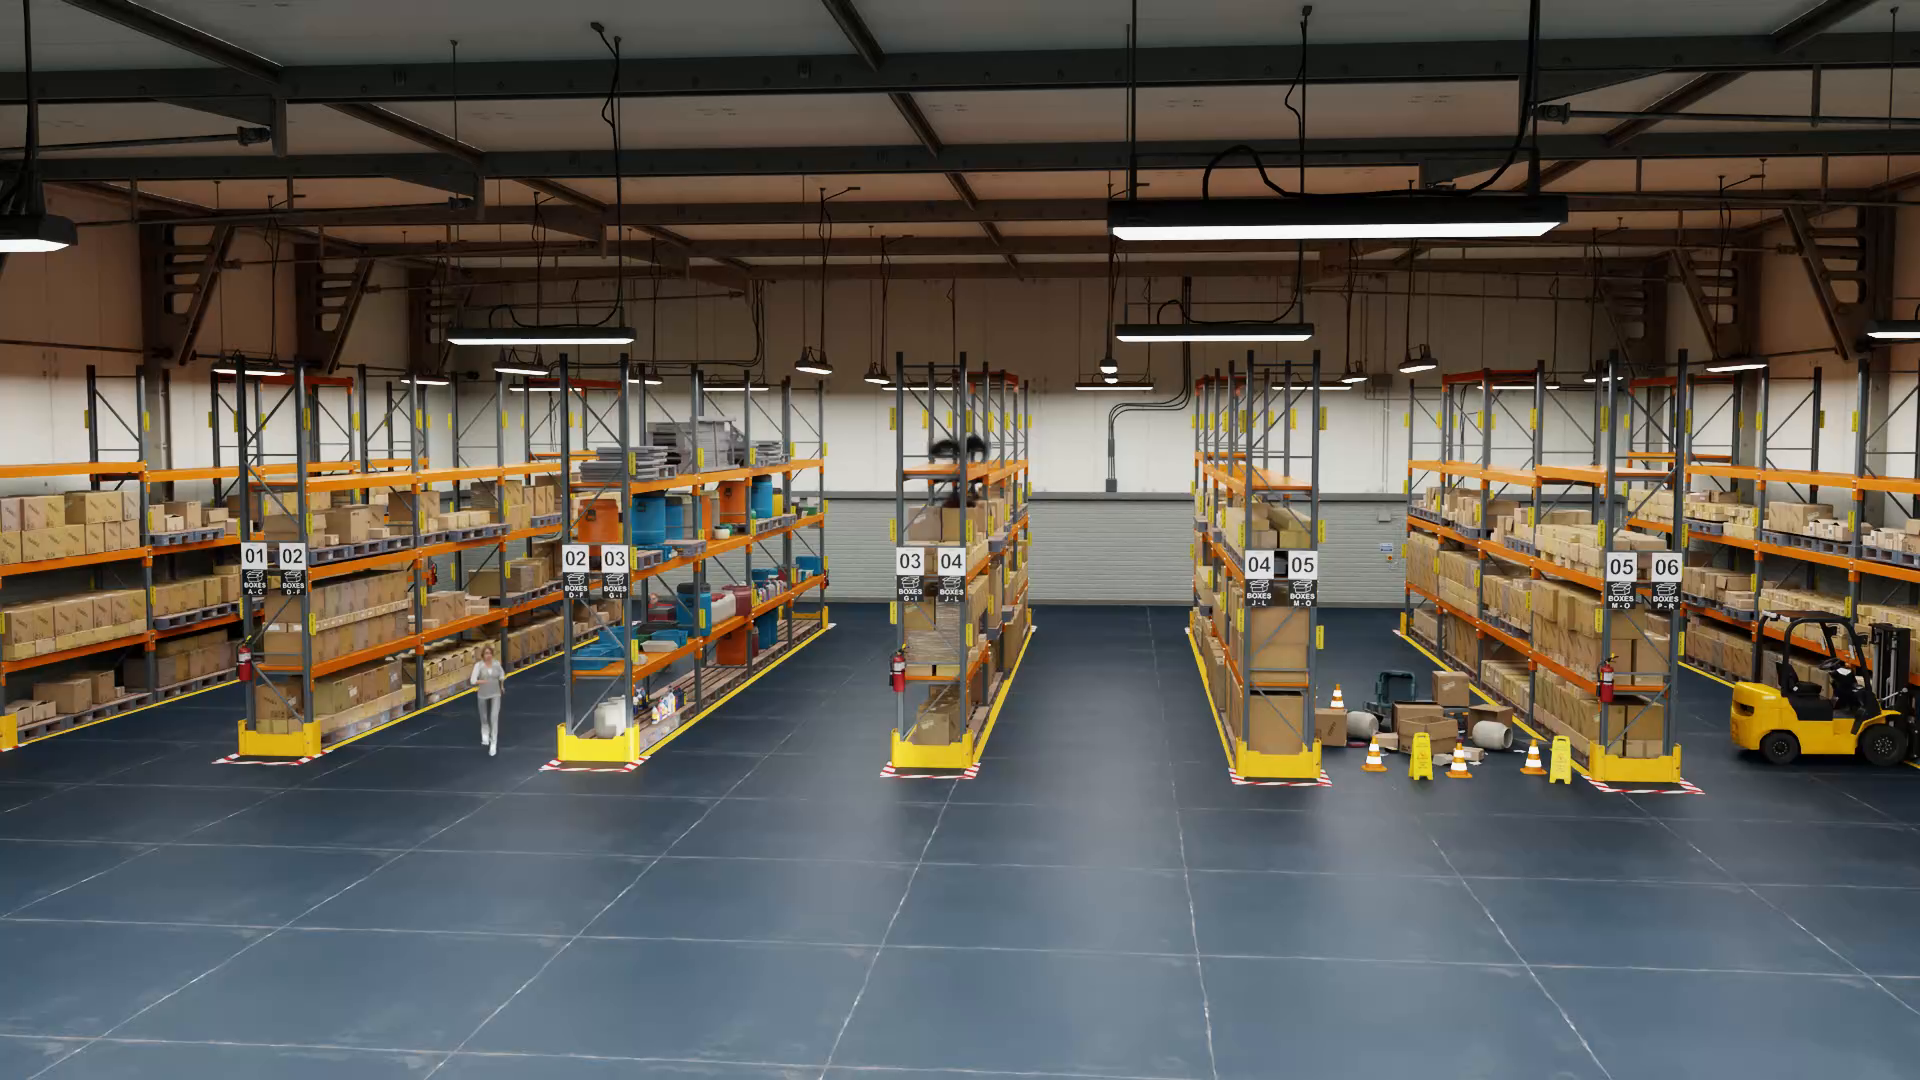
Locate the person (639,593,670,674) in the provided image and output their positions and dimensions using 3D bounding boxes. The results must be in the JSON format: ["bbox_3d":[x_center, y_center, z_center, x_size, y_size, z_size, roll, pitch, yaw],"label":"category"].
[{"bbox_3d":[-5.998,1.846,32.889,0.674,1.631,0.933,0,4,-2],"label":"person"}]

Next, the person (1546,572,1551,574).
[{"bbox_3d":[13.179,1.472,36.883,0.710,1.588,0.976,-2,4,-23],"label":"person"}]

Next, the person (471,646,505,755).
[{"bbox_3d":[-7.145,2.390,25.175,0.508,1.609,0.861,-1,4,-18],"label":"person"}]
